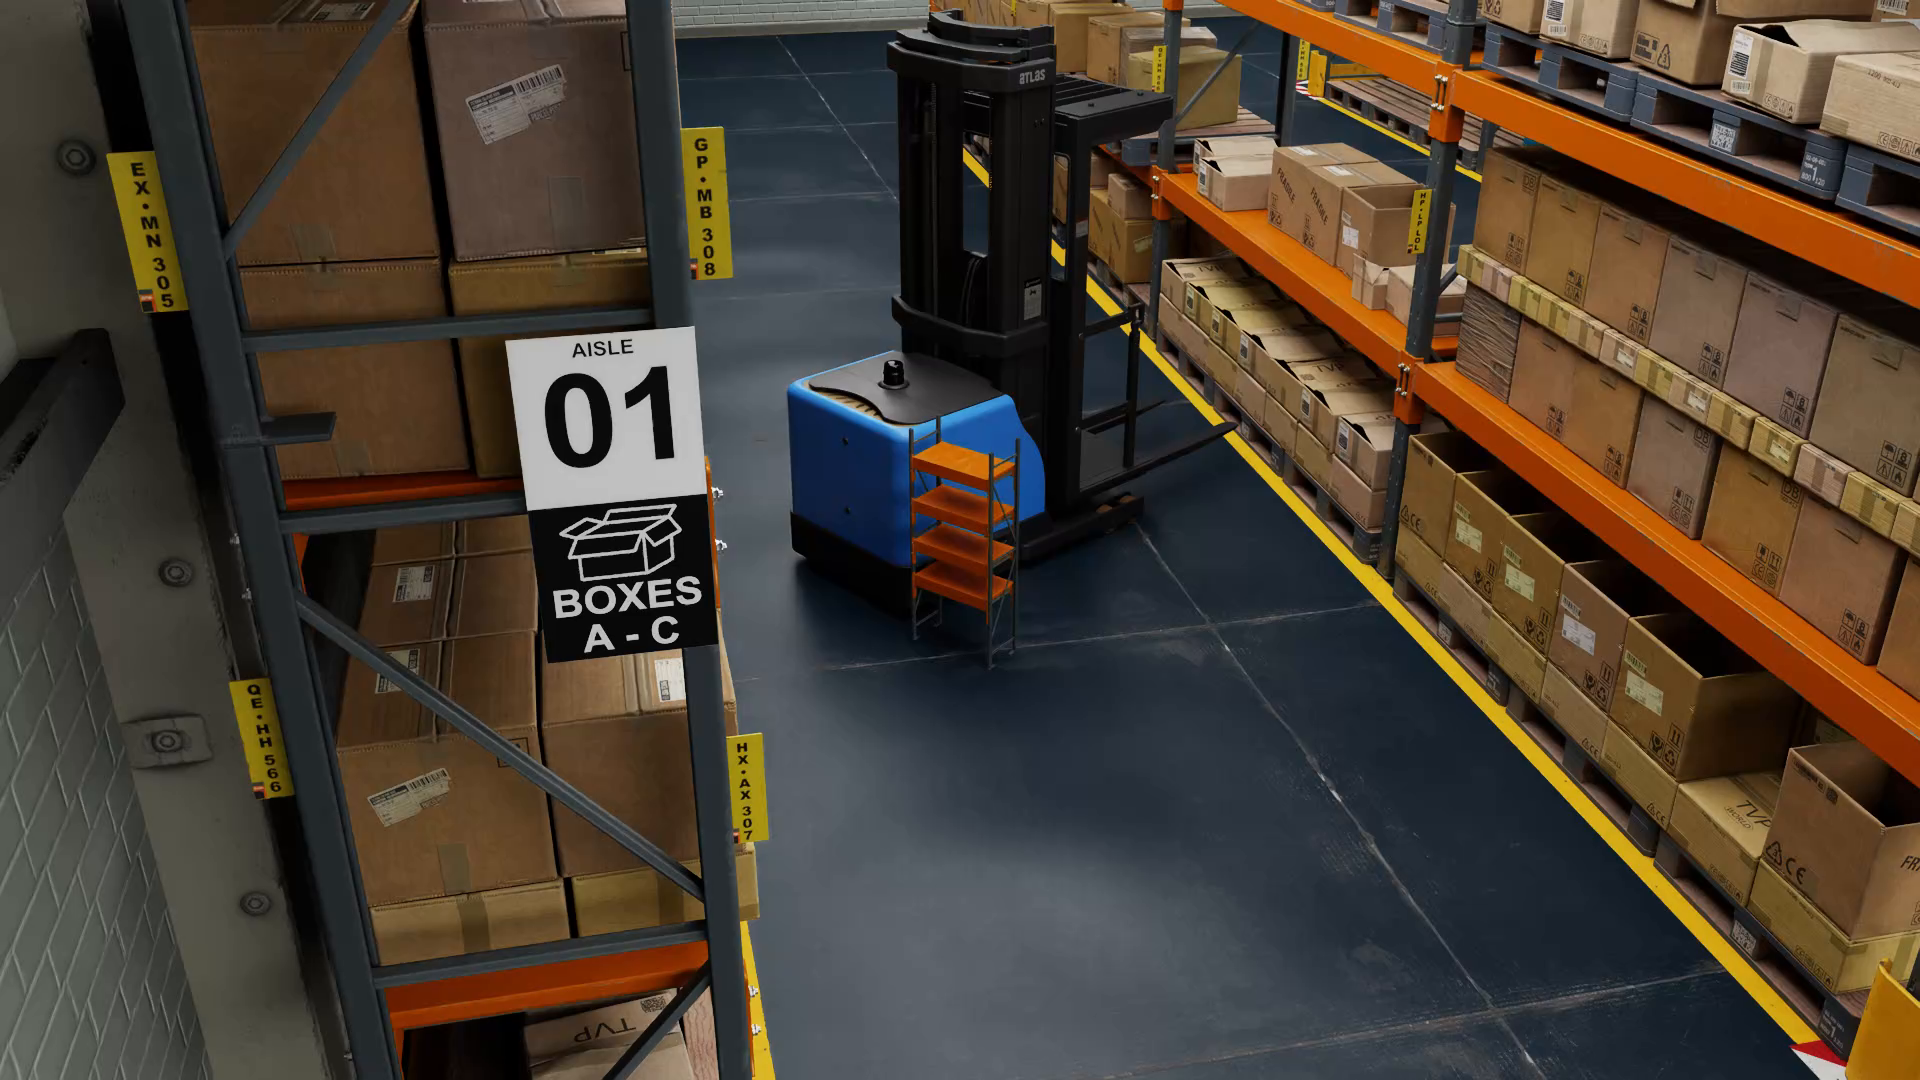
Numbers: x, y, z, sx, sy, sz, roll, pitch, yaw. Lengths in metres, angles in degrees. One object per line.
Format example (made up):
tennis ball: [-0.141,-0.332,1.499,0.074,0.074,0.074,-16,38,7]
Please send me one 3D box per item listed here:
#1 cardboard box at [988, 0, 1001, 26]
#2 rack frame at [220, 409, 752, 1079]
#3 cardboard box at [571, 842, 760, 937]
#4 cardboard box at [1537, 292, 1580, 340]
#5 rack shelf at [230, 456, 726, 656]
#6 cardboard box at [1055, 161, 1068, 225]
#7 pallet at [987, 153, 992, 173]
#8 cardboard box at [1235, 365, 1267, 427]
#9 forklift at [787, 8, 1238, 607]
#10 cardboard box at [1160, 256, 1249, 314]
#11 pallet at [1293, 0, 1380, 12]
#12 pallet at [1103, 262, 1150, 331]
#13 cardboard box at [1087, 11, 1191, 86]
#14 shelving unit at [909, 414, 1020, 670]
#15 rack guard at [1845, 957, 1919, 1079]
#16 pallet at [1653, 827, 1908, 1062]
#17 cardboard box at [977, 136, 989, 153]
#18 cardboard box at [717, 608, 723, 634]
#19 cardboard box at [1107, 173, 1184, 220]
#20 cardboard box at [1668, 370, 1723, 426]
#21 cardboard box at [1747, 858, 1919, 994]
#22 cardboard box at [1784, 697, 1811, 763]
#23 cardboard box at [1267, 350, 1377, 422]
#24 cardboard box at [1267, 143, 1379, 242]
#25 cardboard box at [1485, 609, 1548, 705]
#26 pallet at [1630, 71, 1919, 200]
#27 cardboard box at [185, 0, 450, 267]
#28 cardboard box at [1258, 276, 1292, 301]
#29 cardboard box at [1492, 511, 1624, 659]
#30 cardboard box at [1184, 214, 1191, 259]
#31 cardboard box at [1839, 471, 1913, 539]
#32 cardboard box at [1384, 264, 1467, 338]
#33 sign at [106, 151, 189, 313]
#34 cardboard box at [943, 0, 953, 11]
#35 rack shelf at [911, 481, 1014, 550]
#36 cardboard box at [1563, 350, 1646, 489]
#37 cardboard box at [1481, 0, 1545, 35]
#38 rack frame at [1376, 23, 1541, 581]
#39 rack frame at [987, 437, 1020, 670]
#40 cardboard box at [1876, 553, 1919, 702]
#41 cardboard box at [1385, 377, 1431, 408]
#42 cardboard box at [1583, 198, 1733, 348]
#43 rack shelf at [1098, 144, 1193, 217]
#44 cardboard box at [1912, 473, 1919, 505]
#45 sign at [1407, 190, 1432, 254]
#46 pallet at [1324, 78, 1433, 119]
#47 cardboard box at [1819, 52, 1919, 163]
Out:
cardboard box: [0.570,-5.163,16.540,0.500,0.500,0.500,-5,27,-10]
rack frame: [-1.071,1.073,4.294,1.000,3.000,0.127,-6,27,-12]
cardboard box: [-0.871,0.885,4.812,0.500,0.250,0.500,-7,28,-13]
cardboard box: [2.902,-1.046,7.662,0.380,0.149,0.250,-6,27,-12]
rack shelf: [-1.521,-0.823,5.520,1.077,0.370,4.000,-6,27,-12]
cardboard box: [1.159,-3.089,14.828,0.500,0.500,0.500,-6,27,-11]
pallet: [0.897,-3.756,16.957,1.003,0.211,1.213,-6,27,-12]
cardboard box: [2.136,-0.970,10.929,0.500,0.250,0.500,-5,27,-11]
forklift: [0.462,-1.501,9.472,3.031,2.935,1.130,-23,35,-37]
cardboard box: [1.784,-1.894,12.136,0.500,0.311,0.500,-5,27,-10]
pallet: [2.447,-3.419,10.075,1.003,0.211,1.213,-5,27,-9]
pallet: [1.821,-2.030,13.538,1.003,0.211,1.213,-6,27,-12]
cardboard box: [1.509,-4.162,14.090,0.700,0.500,0.500,-13,30,-25]
shelving unit: [0.020,0.015,8.389,0.503,1.200,0.258,19,32,32]
rack guard: [3.760,1.695,5.837,1.175,0.500,0.348,-6,27,-12]
pallet: [3.542,1.482,6.579,1.003,0.211,1.213,-6,27,-12]
cardboard box: [0.477,-4.246,17.329,0.500,0.311,0.500,-6,27,-12]
cardboard box: [-0.987,0.339,5.062,0.500,0.500,0.500,-6,27,-11]
cardboard box: [1.496,-2.770,13.362,0.500,0.250,0.500,-5,27,-10]
cardboard box: [3.131,-0.595,6.768,0.380,0.149,0.250,-6,27,-12]
cardboard box: [3.346,1.403,6.226,0.500,0.250,0.500,-6,27,-12]
cardboard box: [3.611,0.578,7.028,0.500,0.500,0.500,-6,27,-12]
cardboard box: [2.249,-0.993,10.352,0.500,0.311,0.500,-6,27,-12]
cardboard box: [2.346,-2.253,10.774,0.500,0.500,0.500,-7,28,-14]
cardboard box: [2.878,0.527,7.962,0.500,0.250,0.500,-6,27,-12]
pallet: [3.342,-1.581,6.322,1.003,0.211,1.213,-6,27,-12]
cardboard box: [-1.422,-0.928,3.689,0.500,0.500,0.500,-5,27,-9]
cardboard box: [2.433,-1.721,11.794,0.500,0.311,0.500,-6,27,-12]
cardboard box: [2.878,0.192,7.793,0.500,0.500,0.500,-6,27,-12]
cardboard box: [2.004,-2.482,13.624,0.500,0.500,0.500,-7,28,-13]
cardboard box: [3.365,-0.141,5.869,0.380,0.149,0.250,-6,27,-12]
cardboard box: [2.700,-1.332,9.227,0.500,0.250,0.500,-4,27,-8]
sign: [-1.616,-0.613,3.325,0.100,0.325,0.005,-6,27,-12]
cardboard box: [0.114,-6.052,18.301,0.500,0.500,0.500,-6,27,-12]
rack shelf: [0.020,-0.125,8.318,0.480,0.148,0.258,19,32,32]
cardboard box: [3.194,-0.586,7.472,0.700,0.500,0.500,-6,27,-11]
cardboard box: [2.710,-2.573,7.458,0.500,0.500,0.500,-4,27,-7]
rack frame: [2.853,-1.187,8.773,1.000,3.000,0.127,-6,27,-12]
rack frame: [0.215,0.081,8.258,0.015,1.200,0.240,19,32,32]
cardboard box: [3.662,0.318,5.680,0.700,0.500,0.500,-6,27,-12]
cardboard box: [2.895,-0.825,10.018,0.500,0.311,0.500,-6,27,-12]
cardboard box: [3.187,-1.175,7.199,0.700,0.500,0.500,-6,27,-12]
rack shelf: [1.501,-3.500,14.154,1.077,0.370,4.000,-6,27,-12]
cardboard box: [3.650,-0.285,5.434,0.700,0.500,0.500,-6,27,-11]
sign: [2.327,-1.609,8.413,0.100,0.325,0.005,-6,27,-12]
pallet: [5.124,-5.346,20.107,1.003,0.211,1.213,-6,27,-12]
cardboard box: [3.238,-1.432,5.474,0.500,0.250,0.500,-6,27,-12]
